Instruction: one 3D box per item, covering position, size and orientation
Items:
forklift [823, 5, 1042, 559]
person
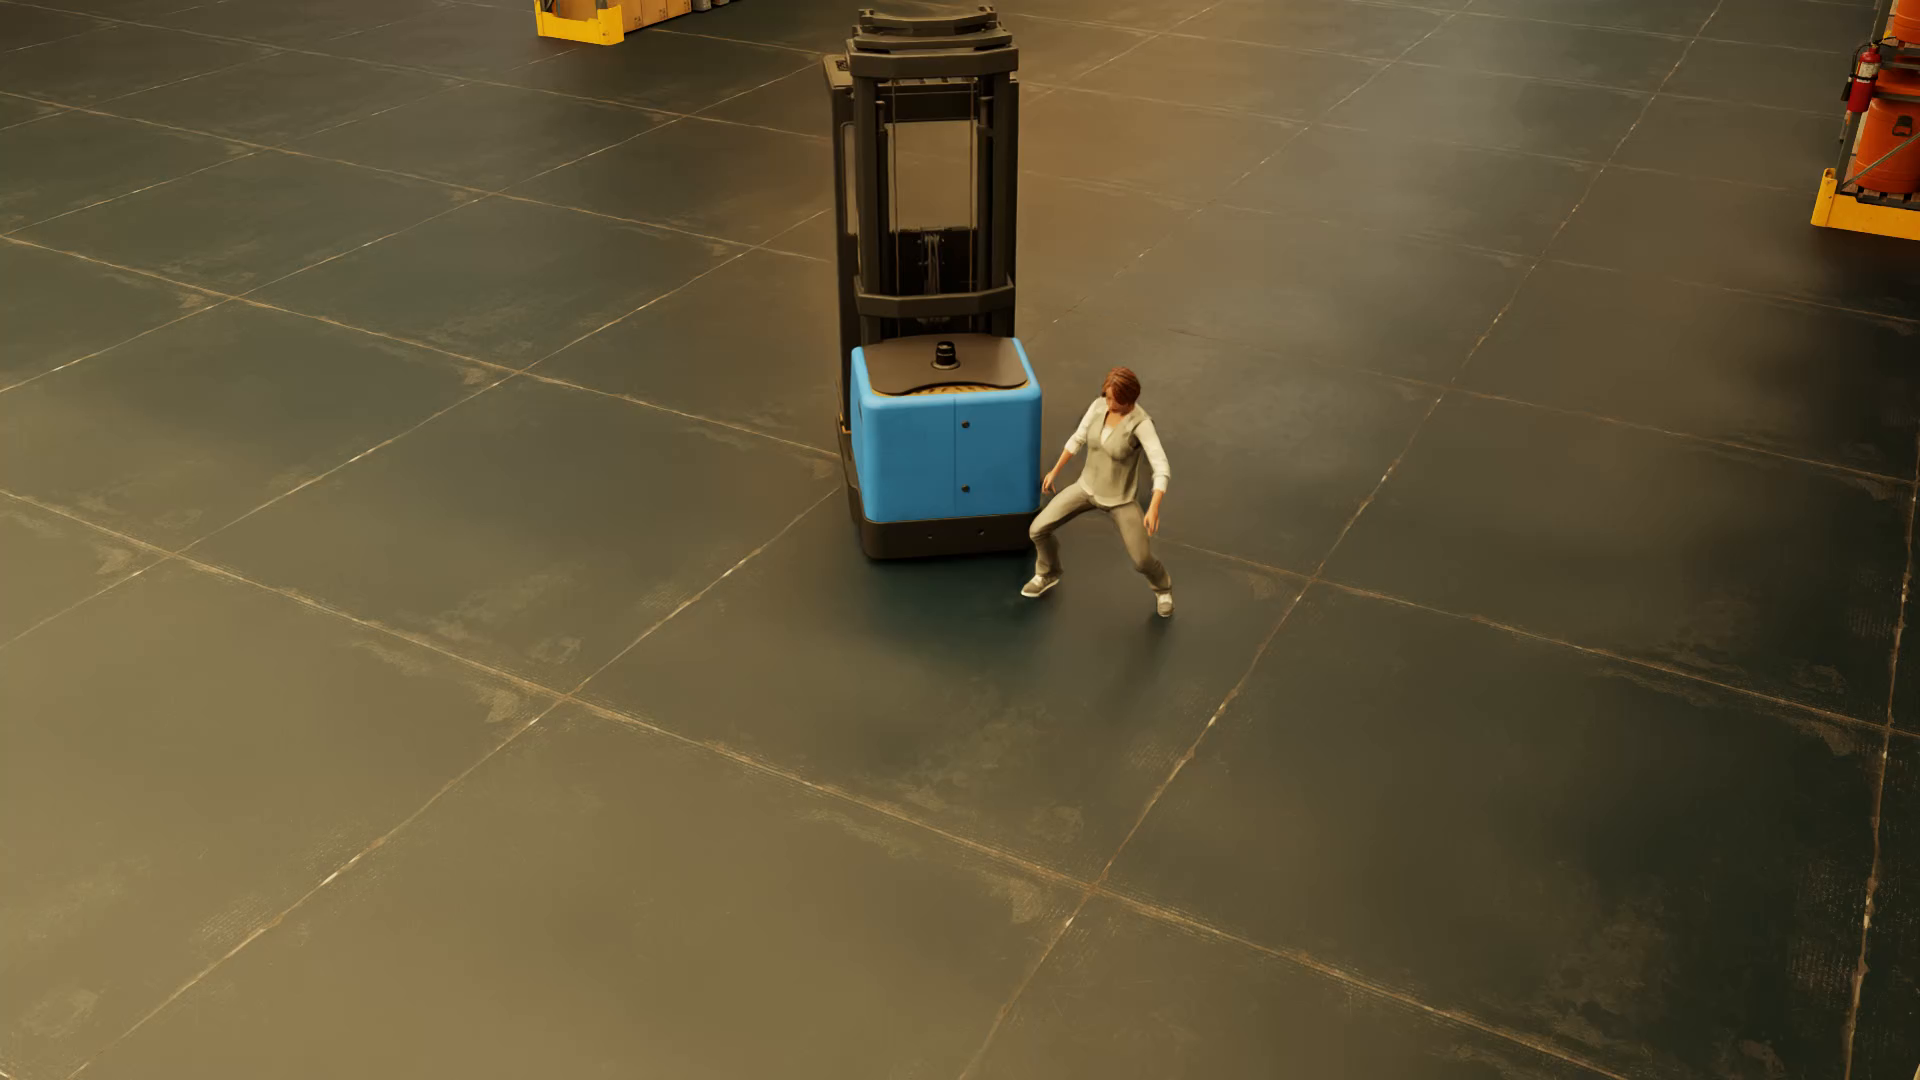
[{"bbox_3d":[-0.238,-1.874,10.317,1.130,2.935,3.031,-4,30,-7],"label":"forklift"},{"bbox_3d":[0.839,-0.246,9.007,0.822,1.465,0.651,23,37,34],"label":"person"}]
